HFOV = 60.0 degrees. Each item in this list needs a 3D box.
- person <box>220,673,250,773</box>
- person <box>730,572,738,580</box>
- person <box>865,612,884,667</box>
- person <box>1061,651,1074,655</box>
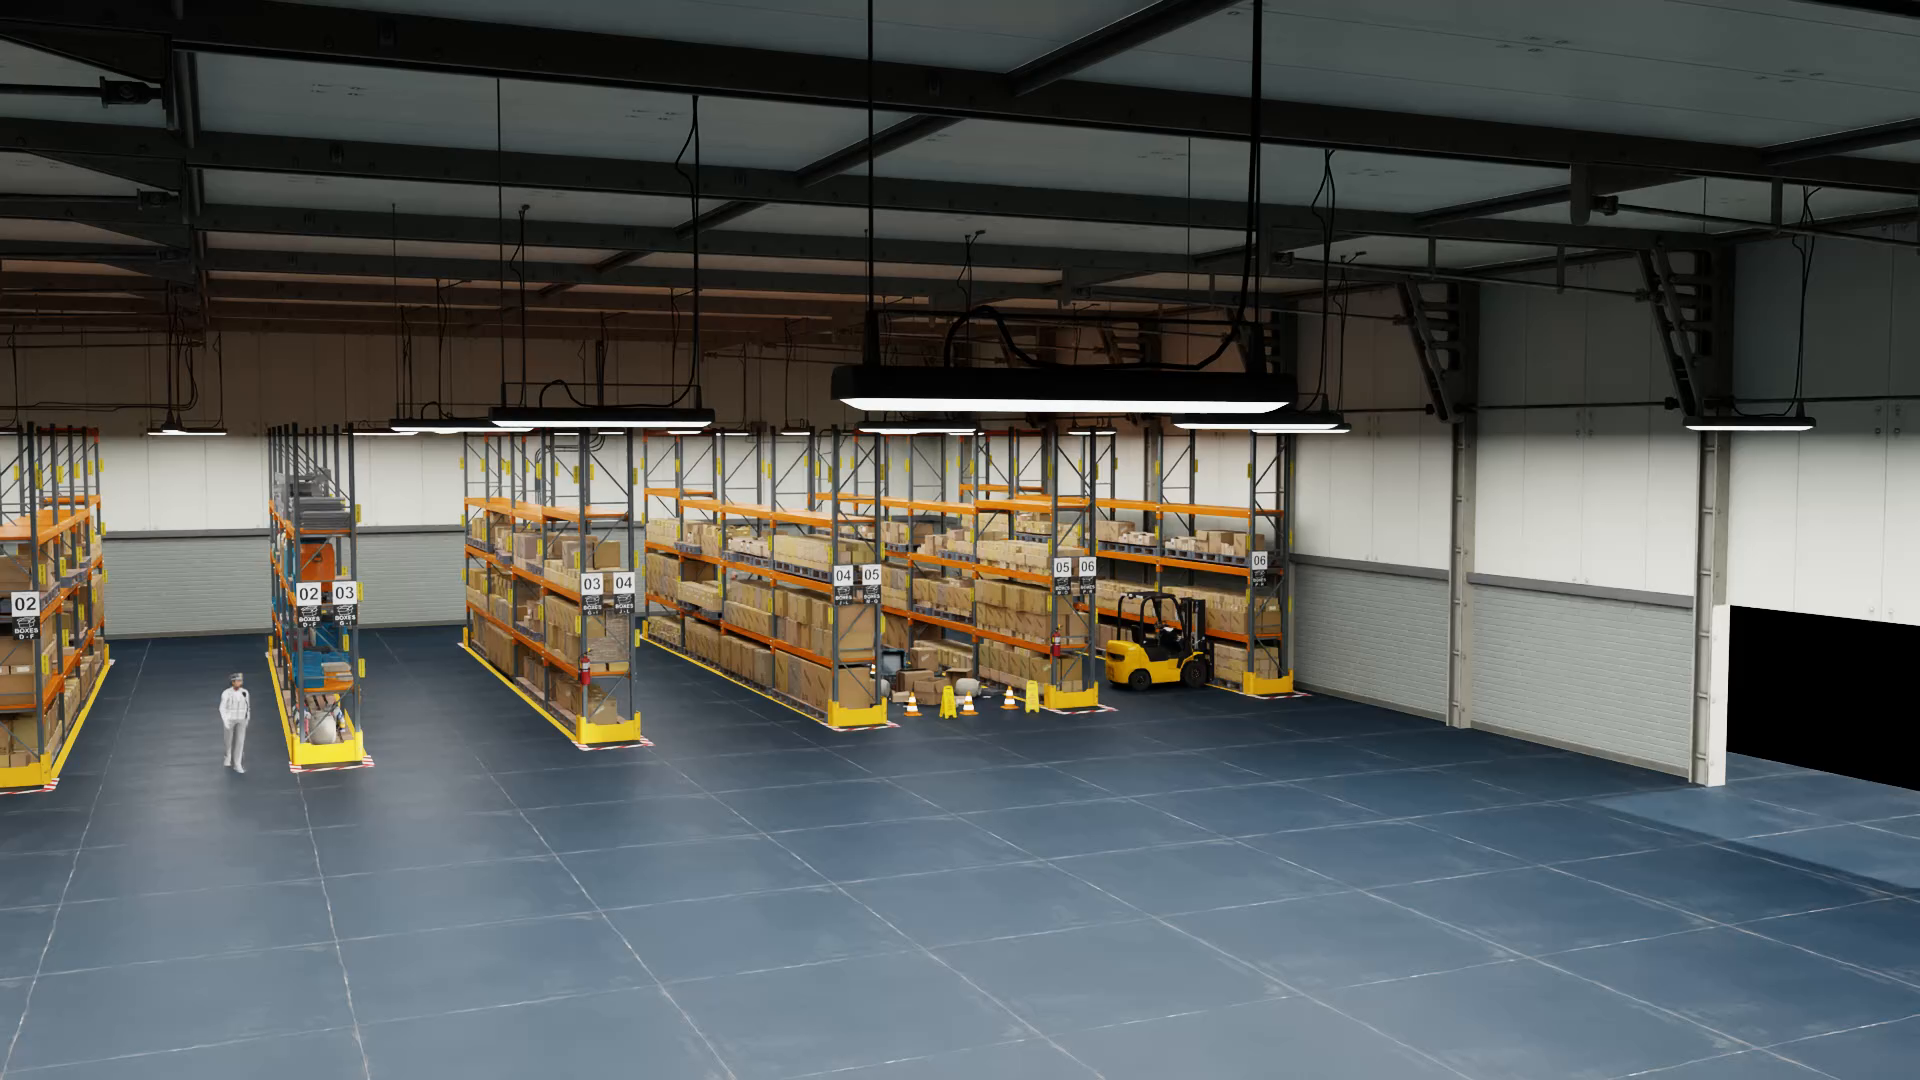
[{"bbox_3d":[-12.533,3.147,28.810,0.550,1.673,0.746,-3,5,-43],"label":"person"},{"bbox_3d":[-6.685,1.836,49.207,0.728,1.796,0.641,-1,4,-16],"label":"person"},{"bbox_3d":[-2.104,2.387,41.702,0.484,1.630,0.386,-2,4,-27],"label":"person"},{"bbox_3d":[2.487,2.489,39.677,0.555,1.625,0.775,-2,4,-27],"label":"person"}]
